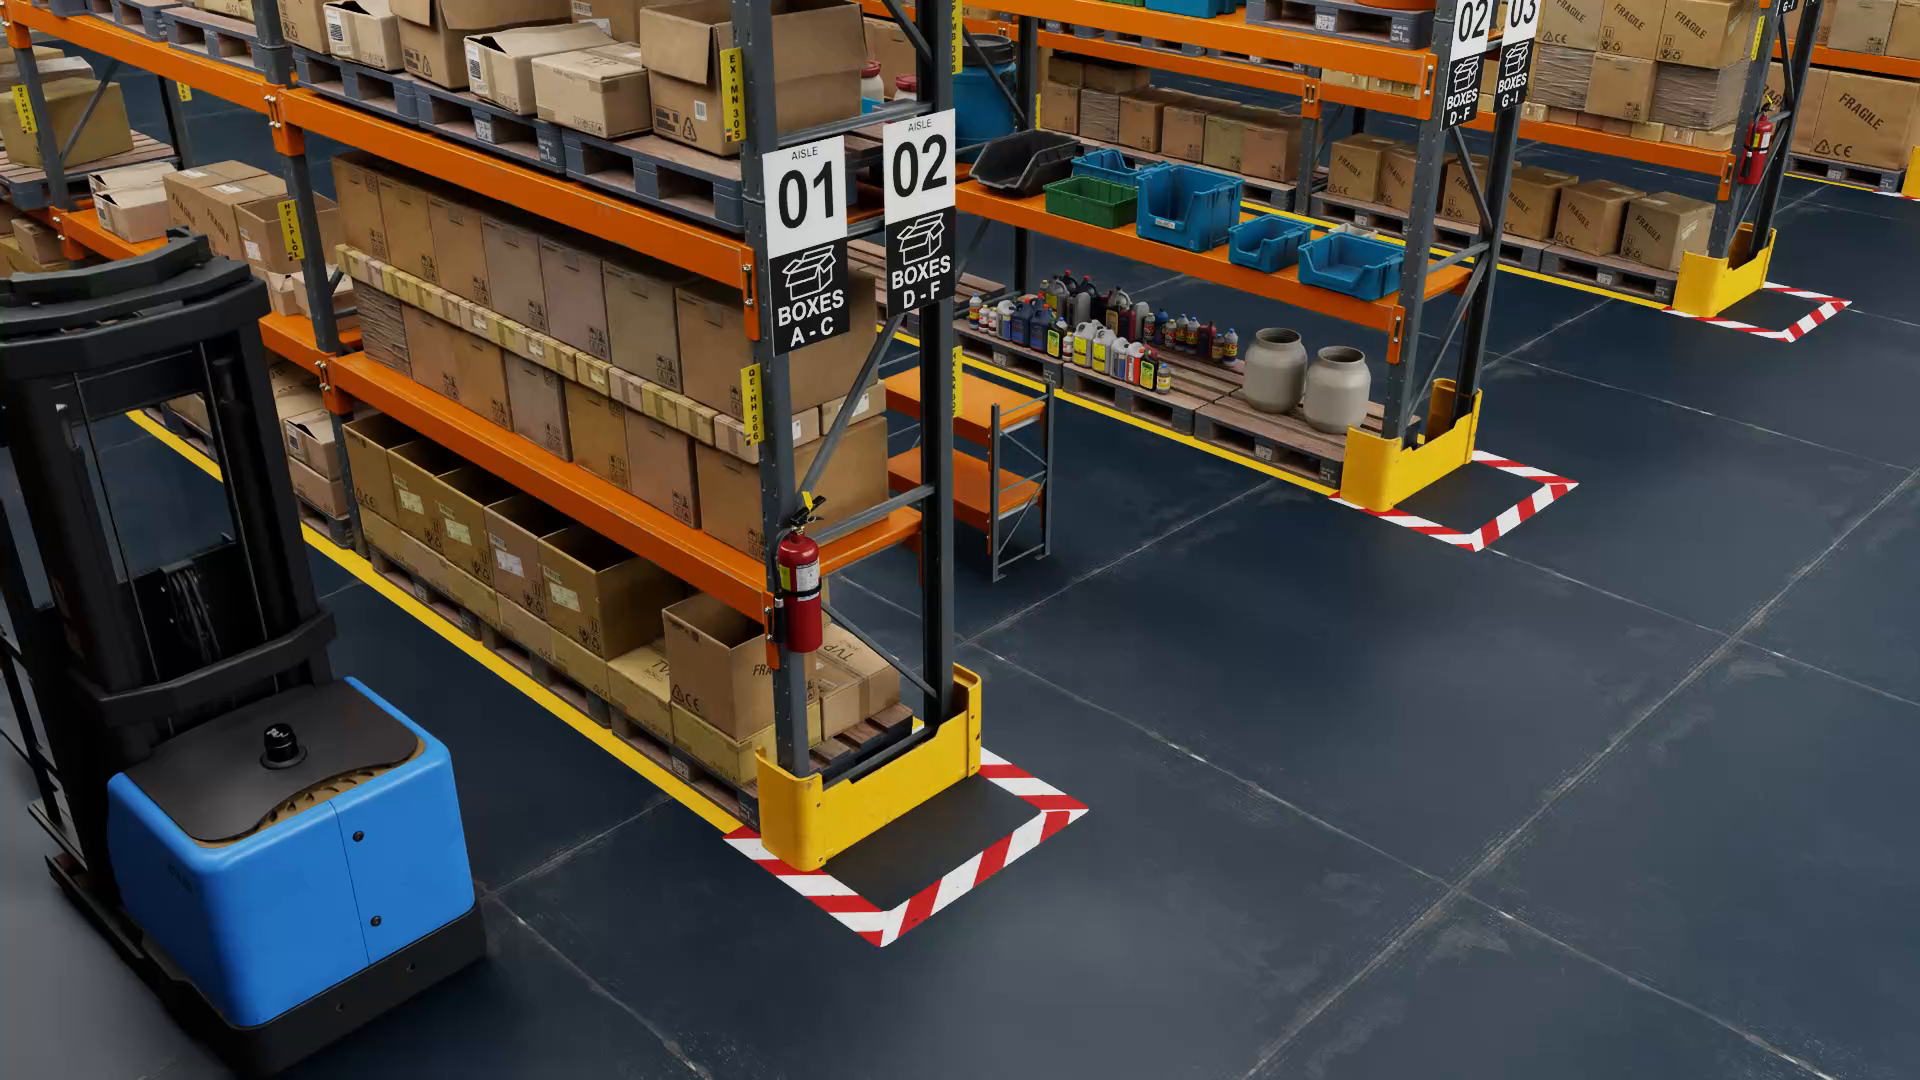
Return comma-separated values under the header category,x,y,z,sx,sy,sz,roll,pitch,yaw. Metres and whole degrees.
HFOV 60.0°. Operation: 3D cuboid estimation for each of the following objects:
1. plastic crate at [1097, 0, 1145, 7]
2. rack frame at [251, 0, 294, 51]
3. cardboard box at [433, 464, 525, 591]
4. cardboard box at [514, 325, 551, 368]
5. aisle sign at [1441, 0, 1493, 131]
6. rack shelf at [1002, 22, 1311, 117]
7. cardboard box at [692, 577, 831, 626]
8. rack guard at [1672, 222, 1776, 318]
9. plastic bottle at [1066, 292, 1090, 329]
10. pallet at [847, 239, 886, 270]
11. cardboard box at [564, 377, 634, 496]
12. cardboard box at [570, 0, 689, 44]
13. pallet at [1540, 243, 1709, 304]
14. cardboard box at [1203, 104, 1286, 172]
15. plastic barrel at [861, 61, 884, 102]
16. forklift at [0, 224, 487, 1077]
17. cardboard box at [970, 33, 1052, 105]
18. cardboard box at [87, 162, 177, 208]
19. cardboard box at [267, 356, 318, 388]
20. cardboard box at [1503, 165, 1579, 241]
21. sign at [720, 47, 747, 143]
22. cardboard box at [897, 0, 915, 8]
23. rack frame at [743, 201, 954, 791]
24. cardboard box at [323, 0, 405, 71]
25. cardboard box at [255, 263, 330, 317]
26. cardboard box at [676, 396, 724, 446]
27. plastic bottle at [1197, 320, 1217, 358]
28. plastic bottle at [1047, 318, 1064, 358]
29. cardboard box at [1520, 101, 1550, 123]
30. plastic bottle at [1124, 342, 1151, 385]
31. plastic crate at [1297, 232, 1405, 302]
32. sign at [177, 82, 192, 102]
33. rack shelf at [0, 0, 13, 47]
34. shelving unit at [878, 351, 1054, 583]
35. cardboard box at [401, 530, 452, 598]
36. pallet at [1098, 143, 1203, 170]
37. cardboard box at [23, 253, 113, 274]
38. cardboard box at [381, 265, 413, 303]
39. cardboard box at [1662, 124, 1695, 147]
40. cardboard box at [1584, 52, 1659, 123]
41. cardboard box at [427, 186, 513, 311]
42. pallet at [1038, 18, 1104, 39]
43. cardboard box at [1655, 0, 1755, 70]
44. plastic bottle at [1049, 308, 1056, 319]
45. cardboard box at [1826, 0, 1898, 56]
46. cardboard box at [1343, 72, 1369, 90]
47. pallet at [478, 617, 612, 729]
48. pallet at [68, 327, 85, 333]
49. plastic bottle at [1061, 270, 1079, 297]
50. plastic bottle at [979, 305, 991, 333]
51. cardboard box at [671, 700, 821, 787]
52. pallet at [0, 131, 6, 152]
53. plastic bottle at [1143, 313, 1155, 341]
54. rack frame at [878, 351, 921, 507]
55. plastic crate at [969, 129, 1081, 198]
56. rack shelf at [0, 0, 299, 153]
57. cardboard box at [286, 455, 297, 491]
category,x,y,z,sx,sy,sz,roll,pitch,yaw
plastic crate,1.136,-3.666,11.003,0.450,0.188,0.336,25,36,38
rack frame,-3.274,-4.050,8.283,0.127,3.000,1.000,25,36,38
cardboard box,-2.449,-0.114,8.941,0.500,0.500,0.500,25,36,38
cardboard box,-1.935,-0.987,8.101,0.250,0.149,0.380,24,36,38
aisle sign,2.897,-2.760,9.484,0.004,0.787,0.394,25,36,38
rack shelf,2.248,-5.015,17.337,4.000,0.370,1.077,25,36,38
cardboard box,-1.006,0.199,8.347,0.500,0.500,0.500,25,36,38
rack guard,6.472,-2.294,14.076,0.348,0.500,1.175,25,36,38
plastic bottle,0.914,-1.792,12.888,0.135,0.276,0.152,25,36,38
pallet,-1.260,-2.444,14.672,1.213,0.211,1.003,25,36,38
cardboard box,-1.473,-0.624,8.106,0.500,0.500,0.700,25,37,39
cardboard box,-1.414,-2.342,7.548,0.500,0.500,0.500,25,36,38
pallet,5.918,-2.443,14.669,1.213,0.211,1.003,25,36,38
cardboard box,2.925,-4.139,17.111,0.500,0.500,0.700,24,36,38
plastic barrel,-0.850,-3.722,13.959,0.433,0.535,0.433,0,28,0
forklift,-3.375,0.145,6.824,3.031,2.935,1.130,24,36,38
cardboard box,0.344,-5.463,19.249,0.875,0.875,1.225,23,35,36
cardboard box,-5.897,-2.527,11.929,0.500,0.311,0.500,-23,35,-36
cardboard box,-4.493,-0.980,10.791,0.500,0.311,0.500,24,36,38
cardboard box,5.210,-3.059,15.079,0.500,0.500,0.500,-21,34,-35
sign,-0.812,-1.598,5.977,0.005,0.325,0.100,25,36,38
cardboard box,-0.428,-6.442,19.171,0.500,0.500,0.500,23,36,37
rack frame,-0.421,-0.089,7.197,0.127,3.000,1.000,25,36,38
cardboard box,-2.714,-2.502,8.057,0.500,0.311,0.500,22,35,36
cardboard box,-4.029,-1.561,10.140,0.258,0.266,0.396,24,36,37
cardboard box,-1.015,-0.567,7.301,0.380,0.149,0.250,-24,36,-38
plastic bottle,1.831,-1.499,12.324,0.061,0.283,0.133,-25,36,-38
plastic bottle,0.709,-1.499,12.324,0.061,0.283,0.133,-23,36,-37
cardboard box,5.035,-3.744,14.416,0.250,0.149,0.380,25,36,38
plastic bottle,1.277,-1.266,11.889,0.135,0.276,0.152,25,37,39
plastic crate,2.487,-1.730,10.477,0.616,0.251,0.499,25,36,38
sign,-5.739,-3.397,12.244,0.005,0.325,0.100,25,36,38
rack shelf,-7.552,-4.361,12.871,4.000,0.370,1.077,25,36,38
shelving unit,-0.005,-0.500,9.992,1.048,1.125,0.538,25,36,38
cardboard box,-2.803,0.053,9.429,0.500,0.250,0.500,25,36,38
pallet,2.244,-4.098,17.817,1.213,0.211,1.003,25,36,38
cardboard box,-6.958,-2.015,13.073,0.500,0.500,0.500,-24,36,-37
cardboard box,-2.854,-1.408,8.901,0.250,0.149,0.380,23,36,37
cardboard box,6.001,-3.371,13.707,0.250,0.149,0.380,25,36,38
cardboard box,5.713,-3.863,13.947,0.500,0.500,0.875,25,36,38
cardboard box,-2.235,-1.542,8.458,0.500,0.500,0.700,25,36,38
pallet,1.405,-5.704,18.081,1.003,0.211,1.213,25,36,38
cardboard box,5.961,-4.092,13.307,0.500,0.500,0.500,25,36,38
plastic bottle,0.674,-1.616,12.559,0.097,0.271,0.097,0,28,0
cardboard box,9.372,-5.333,17.009,0.550,0.550,0.875,25,36,38
cardboard box,3.786,-4.314,15.501,0.250,0.149,0.380,25,36,38
pallet,-1.862,0.511,9.051,1.213,0.211,1.003,25,36,38
pallet,-6.632,-1.722,13.297,1.213,0.211,1.003,25,36,38
plastic bottle,0.863,-1.945,13.099,0.185,0.351,0.144,23,36,37
plastic bottle,0.194,-1.711,12.814,0.097,0.201,0.097,0,28,0
cardboard box,-1.011,0.865,7.885,0.500,0.250,0.500,25,36,38
pallet,-7.516,-3.248,13.410,1.213,0.211,1.003,25,36,38
plastic bottle,1.447,-1.627,12.655,0.097,0.201,0.097,0,28,0
rack frame,-0.367,-0.666,10.308,0.032,1.125,0.500,25,36,38
plastic crate,0.486,-2.797,12.412,0.504,0.338,0.767,25,36,38
rack shelf,-4.700,-3.056,10.389,4.000,0.370,1.077,25,36,38
cardboard box,-4.132,-0.568,10.611,0.500,0.250,0.500,24,36,38
